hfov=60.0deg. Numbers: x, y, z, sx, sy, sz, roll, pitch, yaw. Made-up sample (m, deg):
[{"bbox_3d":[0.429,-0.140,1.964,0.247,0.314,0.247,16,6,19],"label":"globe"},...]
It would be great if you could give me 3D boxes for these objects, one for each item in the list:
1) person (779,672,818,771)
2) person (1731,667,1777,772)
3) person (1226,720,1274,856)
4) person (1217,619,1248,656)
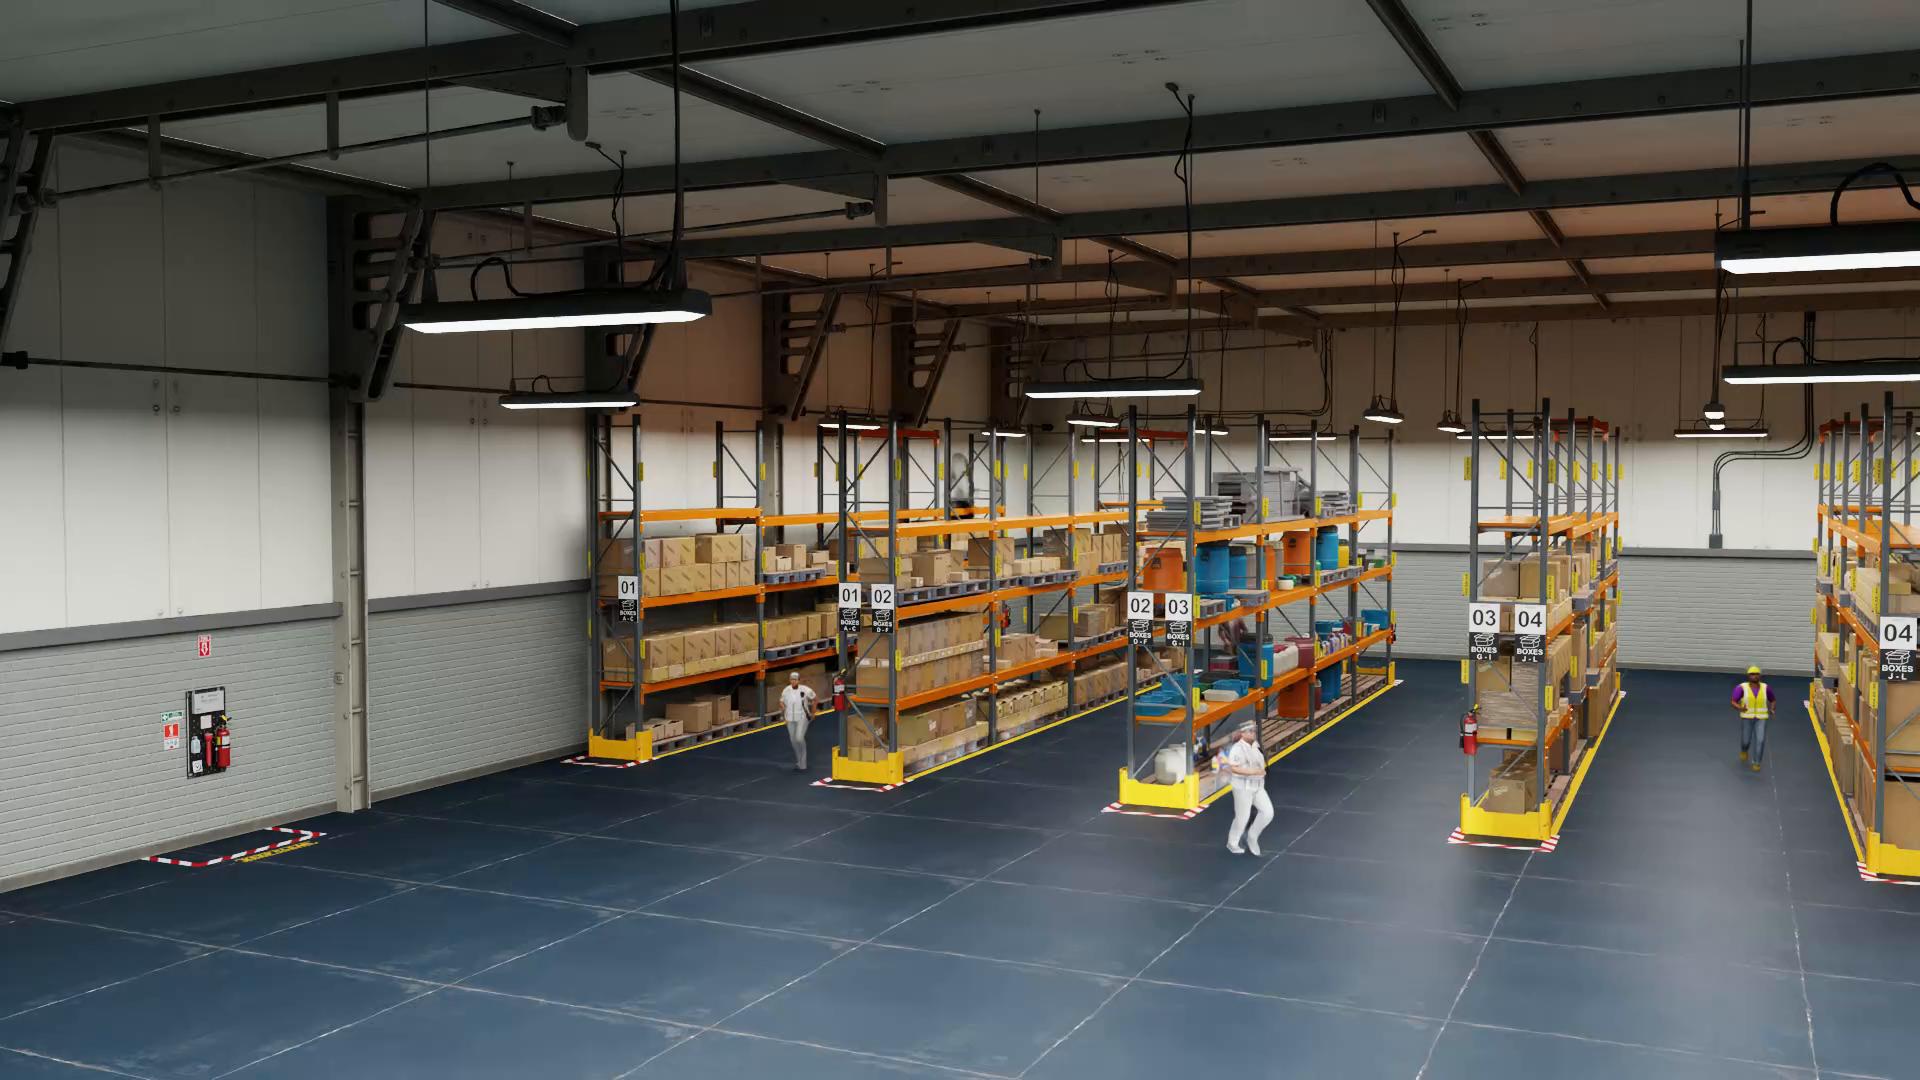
[{"bbox_3d":[-2.731,3.038,27.931,0.614,1.658,0.736,1,2,15],"label":"person"},{"bbox_3d":[13.332,2.990,27.917,0.711,1.730,0.780,1,2,18],"label":"person"},{"bbox_3d":[3.767,3.229,21.606,0.700,1.803,0.692,-2,3,-39],"label":"person"},{"bbox_3d":[6.530,2.502,39.853,0.729,1.712,0.678,1,2,14],"label":"person"}]
